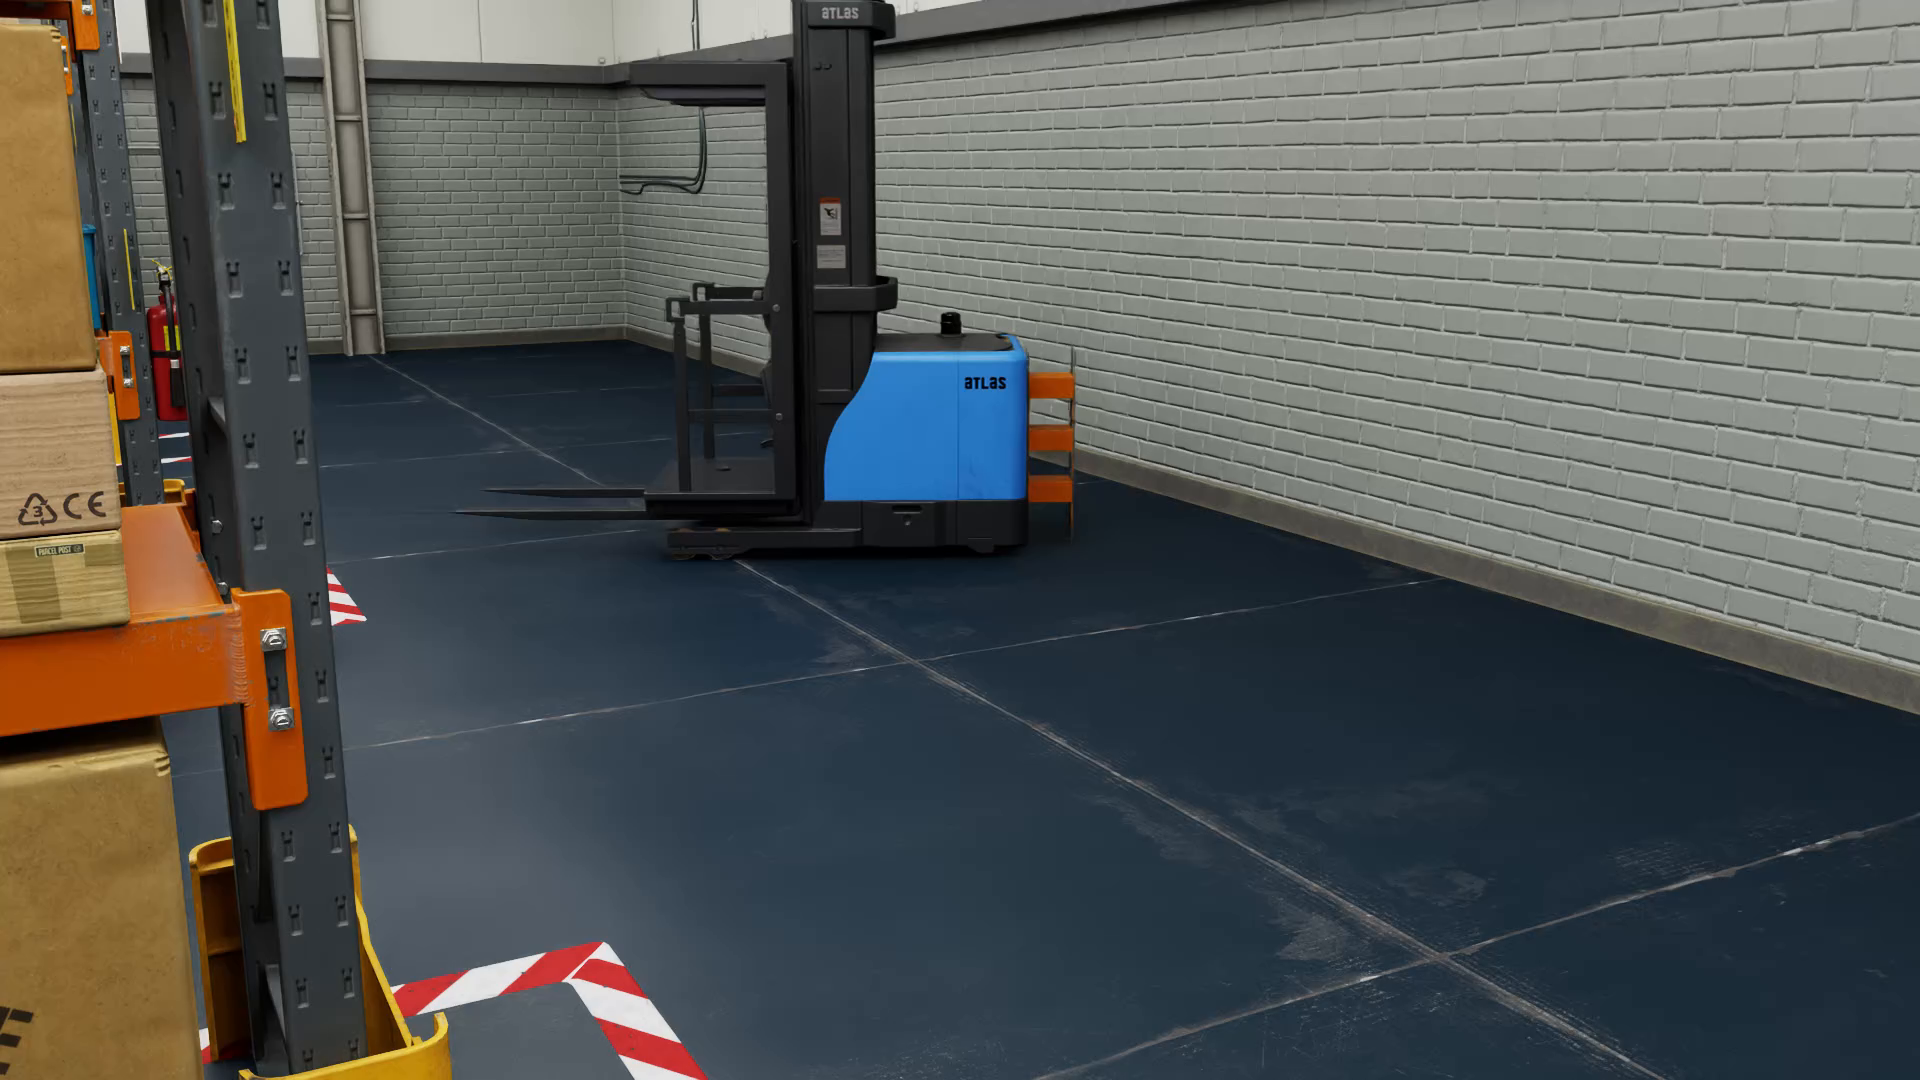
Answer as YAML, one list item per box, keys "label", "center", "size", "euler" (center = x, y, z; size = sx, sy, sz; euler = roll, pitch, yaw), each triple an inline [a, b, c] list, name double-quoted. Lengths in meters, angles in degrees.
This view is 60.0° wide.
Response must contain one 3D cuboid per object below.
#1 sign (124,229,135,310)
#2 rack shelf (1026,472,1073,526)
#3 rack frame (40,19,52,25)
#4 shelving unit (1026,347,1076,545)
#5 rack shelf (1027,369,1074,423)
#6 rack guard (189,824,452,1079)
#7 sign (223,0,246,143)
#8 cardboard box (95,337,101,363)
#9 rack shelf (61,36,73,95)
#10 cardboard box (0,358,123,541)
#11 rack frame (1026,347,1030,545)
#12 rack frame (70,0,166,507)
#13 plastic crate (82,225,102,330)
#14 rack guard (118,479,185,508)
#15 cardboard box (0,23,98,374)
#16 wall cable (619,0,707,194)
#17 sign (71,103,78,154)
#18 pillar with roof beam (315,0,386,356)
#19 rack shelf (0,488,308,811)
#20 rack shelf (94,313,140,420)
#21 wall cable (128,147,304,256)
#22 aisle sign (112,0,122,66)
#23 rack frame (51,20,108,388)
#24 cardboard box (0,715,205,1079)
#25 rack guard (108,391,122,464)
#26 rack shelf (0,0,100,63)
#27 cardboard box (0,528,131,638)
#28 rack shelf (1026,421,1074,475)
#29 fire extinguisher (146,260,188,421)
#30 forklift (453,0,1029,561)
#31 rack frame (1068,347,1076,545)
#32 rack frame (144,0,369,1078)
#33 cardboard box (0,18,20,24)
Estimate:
- label: "sign"
  center: [-3.436, -1.118, 6.875]
  size: [0.005, 0.325, 0.100]
  euler: [-7, 14, -28]
- label: "rack shelf"
  center: [0.482, -0.224, 9.030]
  size: [0.240, 0.259, 0.215]
  euler: [0, 13, -1]
- label: "rack frame"
  center: [-8.460, -5.979, 15.181]
  size: [0.127, 3.000, 1.000]
  euler: [-7, 14, -28]
- label: "shelving unit"
  center: [0.482, -0.506, 8.966]
  size: [0.252, 1.050, 0.215]
  euler: [0, 13, -1]
- label: "rack shelf"
  center: [0.482, -0.772, 8.906]
  size: [0.240, 0.259, 0.215]
  euler: [0, 13, -1]
- label: "rack guard"
  center: [-1.319, 1.028, 3.401]
  size: [0.348, 0.500, 1.175]
  euler: [-7, 14, -28]
- label: "sign"
  center: [-1.093, -0.763, 2.491]
  size: [0.005, 0.325, 0.100]
  euler: [-7, 14, -28]
- label: "cardboard box"
  center: [-1.891, -0.262, 3.106]
  size: [0.500, 0.250, 0.500]
  euler: [-7, 15, -29]
- label: "rack shelf"
  center: [-7.839, -3.000, 10.415]
  size: [4.000, 0.370, 1.077]
  euler: [-7, 14, -28]
- label: "cardboard box"
  center: [-1.639, -0.158, 2.645]
  size: [0.500, 0.250, 0.500]
  euler: [-7, 15, -29]
- label: "rack frame"
  center: [0.360, -0.505, 8.964]
  size: [0.008, 1.050, 0.200]
  euler: [0, 13, -1]
- label: "rack frame"
  center: [-3.714, -1.143, 7.356]
  size: [0.127, 3.000, 1.000]
  euler: [-7, 14, -28]
- label: "plastic crate"
  center: [-3.918, -1.118, 7.029]
  size: [0.499, 0.435, 0.616]
  euler: [-7, 14, -28]
- label: "rack guard"
  center: [-3.699, 0.071, 7.653]
  size: [0.348, 0.500, 1.175]
  euler: [-7, 14, -28]
- label: "cardboard box"
  center: [-1.642, -0.524, 2.564]
  size: [0.500, 0.500, 0.500]
  euler: [-7, 14, -27]
- label: "wall cable"
  center: [-3.325, -4.990, 17.860]
  size: [0.112, 2.526, 3.097]
  euler: [-7, 14, -28]
- label: "sign"
  center: [-5.835, -2.708, 10.953]
  size: [0.005, 0.325, 0.100]
  euler: [-7, 14, -28]
- label: "pillar with roof beam"
  center: [-4.442, -5.600, 13.498]
  size: [0.400, 9.000, 9.100]
  euler: [-7, 14, -28]
- label: "rack shelf"
  center: [-3.096, 0.373, 2.259]
  size: [4.000, 0.370, 1.077]
  euler: [-7, 14, -28]
- label: "rack shelf"
  center: [-5.469, -0.582, 6.500]
  size: [4.000, 0.370, 1.077]
  euler: [-7, 14, -28]
- label: "wall cable"
  center: [-7.790, -3.865, 17.137]
  size: [1.851, 1.984, 0.084]
  euler: [-7, 14, -28]
- label: "aisle sign"
  center: [-3.510, -2.362, 6.854]
  size: [0.004, 0.787, 0.394]
  euler: [-7, 14, -28]
- label: "rack frame"
  center: [-6.084, -2.098, 11.600]
  size: [0.127, 3.000, 1.000]
  euler: [-7, 14, -28]
- label: "cardboard box"
  center: [-1.864, 0.726, 2.935]
  size: [0.875, 0.875, 0.875]
  euler: [-7, 14, -28]
- label: "rack guard"
  center: [-6.150, -0.871, 11.839]
  size: [0.348, 0.500, 1.175]
  euler: [-7, 14, -28]
- label: "rack shelf"
  center: [-5.469, -2.045, 6.171]
  size: [4.000, 0.370, 1.077]
  euler: [-7, 14, -28]
- label: "cardboard box"
  center: [-1.495, 0.035, 2.694]
  size: [0.250, 0.149, 0.380]
  euler: [-7, 14, -27]
- label: "rack shelf"
  center: [0.482, -0.496, 8.969]
  size: [0.240, 0.259, 0.215]
  euler: [0, 13, -1]
- label: "fire extinguisher"
  center: [-3.363, -0.852, 7.087]
  size: [0.183, 0.674, 0.296]
  euler: [-7, 14, -28]
- label: "forklift"
  center: [-1.164, -1.440, 8.834]
  size: [3.031, 2.935, 1.130]
  euler: [0, 13, -1]
- label: "rack frame"
  center: [0.604, -0.507, 8.969]
  size: [0.008, 1.050, 0.200]
  euler: [0, 13, -1]
- label: "rack frame"
  center: [-1.340, -0.189, 3.115]
  size: [0.127, 3.000, 1.000]
  euler: [-7, 14, -28]
- label: "cardboard box"
  center: [-6.408, -3.383, 10.821]
  size: [0.500, 0.250, 0.500]
  euler: [-7, 14, -28]
